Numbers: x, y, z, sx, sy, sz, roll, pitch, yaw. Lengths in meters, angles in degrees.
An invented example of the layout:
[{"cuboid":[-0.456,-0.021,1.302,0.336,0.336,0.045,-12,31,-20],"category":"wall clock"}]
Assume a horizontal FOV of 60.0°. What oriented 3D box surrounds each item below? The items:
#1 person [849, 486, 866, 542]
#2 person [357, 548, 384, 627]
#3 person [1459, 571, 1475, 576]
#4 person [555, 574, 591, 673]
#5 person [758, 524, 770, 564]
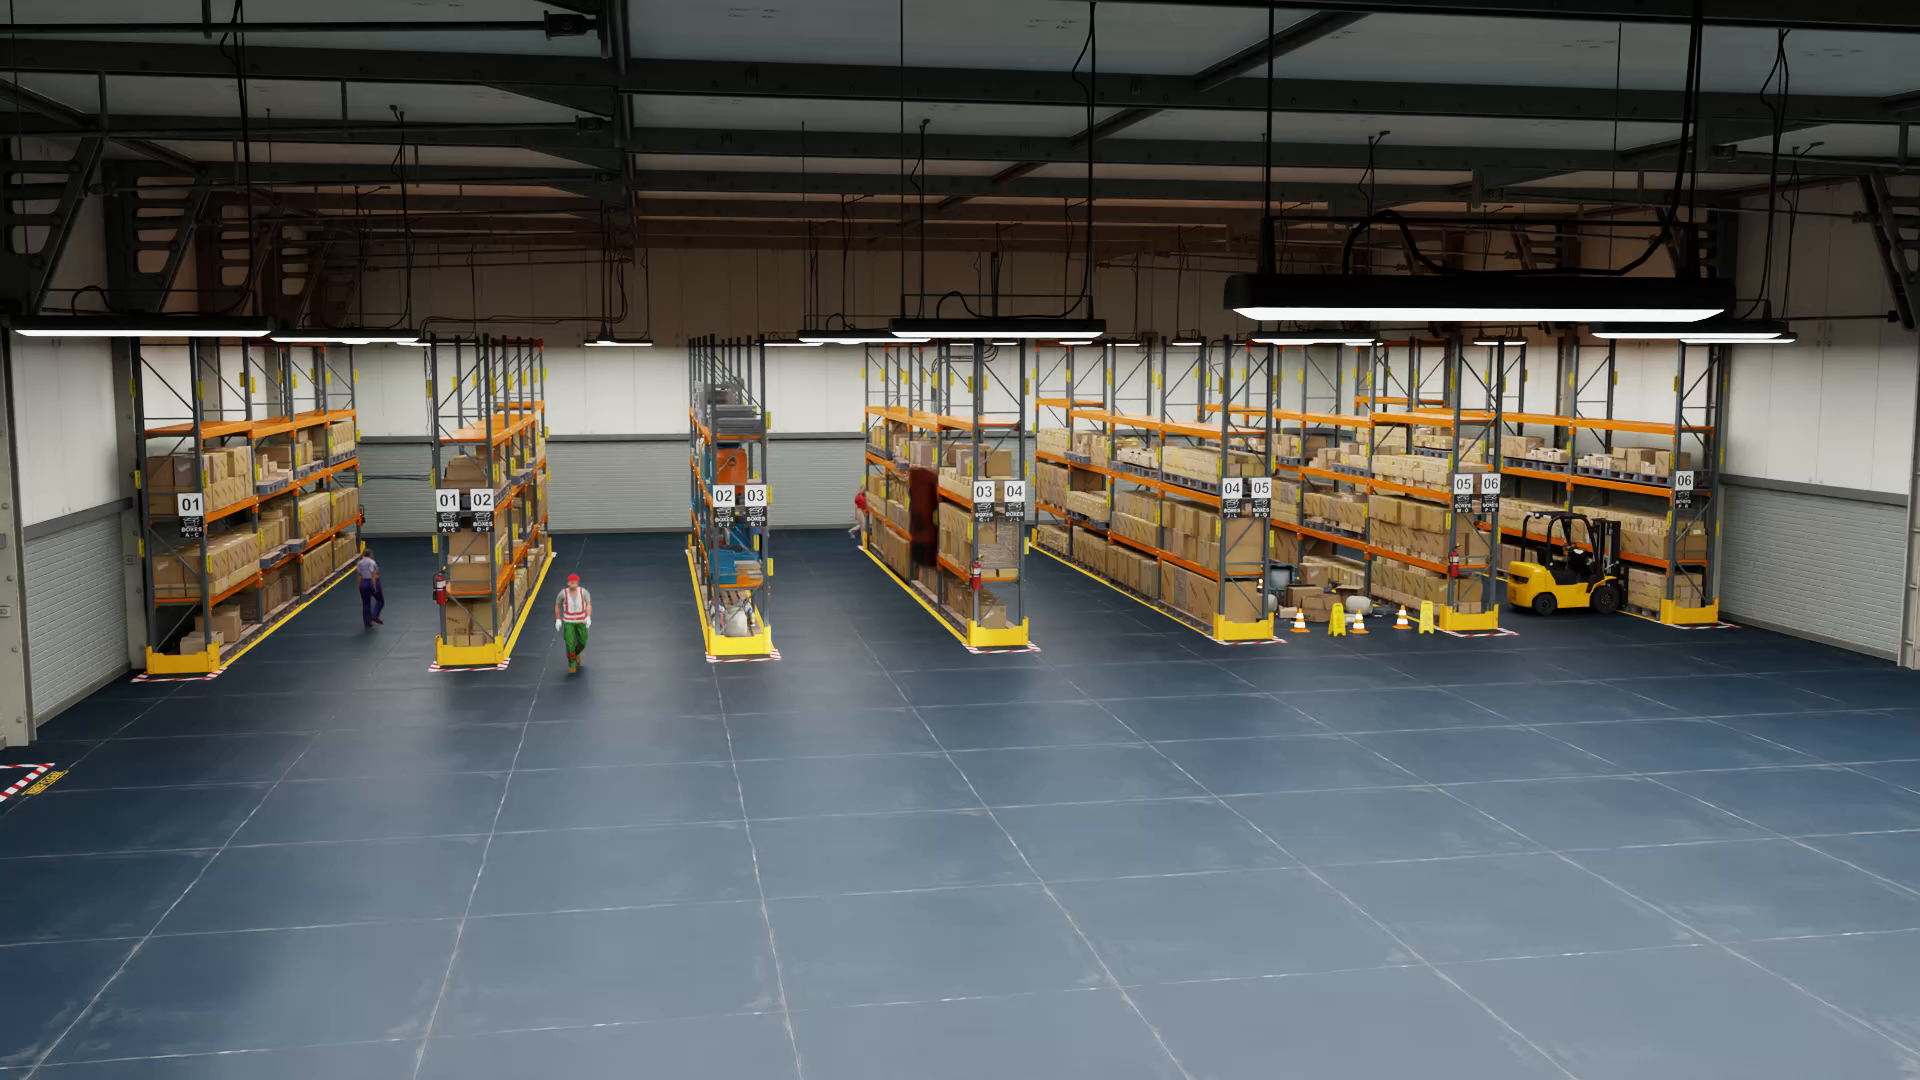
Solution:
[{"cuboid":[-2.959,-0.792,49.453,0.857,1.684,0.523,3,7,27],"category":"person"},{"cuboid":[-12.179,0.980,34.302,0.545,1.636,0.466,0,7,0],"category":"person"},{"cuboid":[11.801,0.575,38.438,0.434,1.496,0.445,-2,7,-17],"category":"person"},{"cuboid":[-6.917,1.457,29.708,0.627,1.765,0.705,-3,7,-21],"category":"person"},{"cuboid":[-5.367,-0.175,44.679,0.456,1.536,1.009,-2,7,-19],"category":"person"}]
